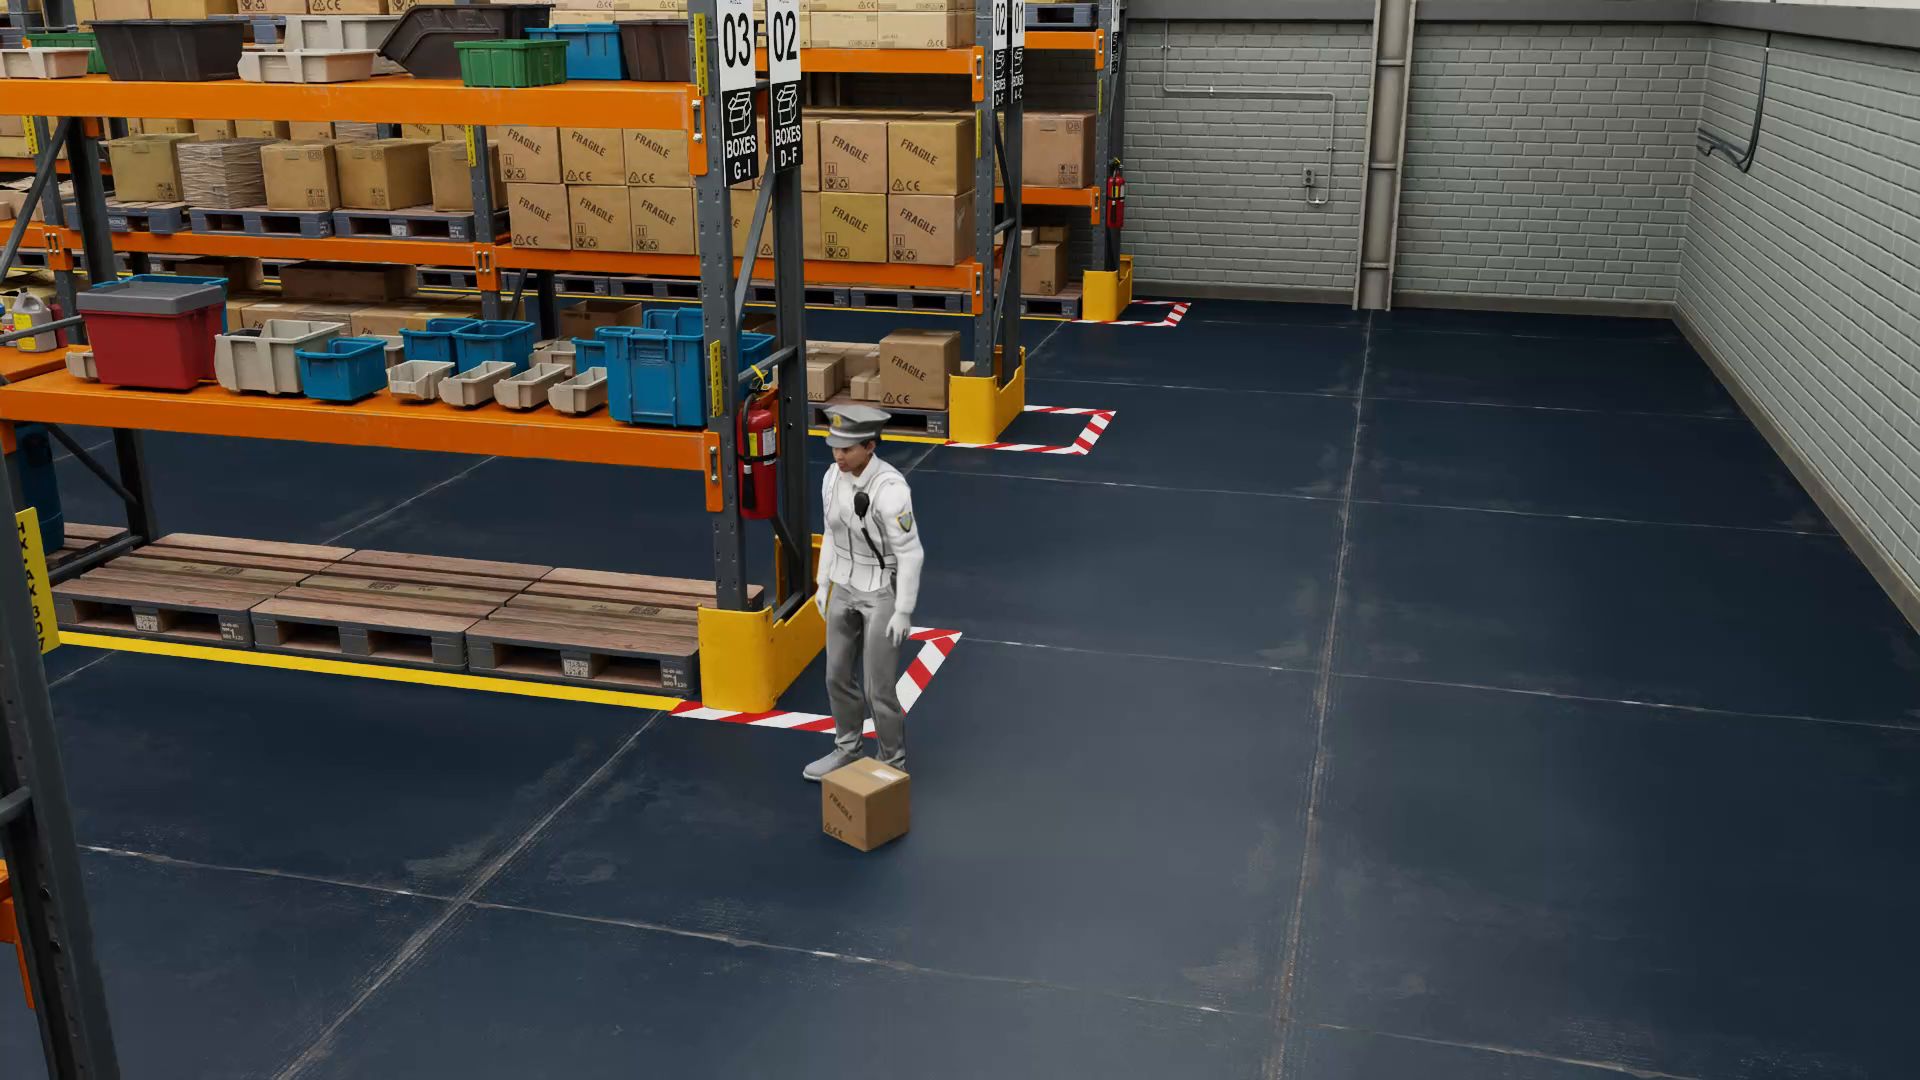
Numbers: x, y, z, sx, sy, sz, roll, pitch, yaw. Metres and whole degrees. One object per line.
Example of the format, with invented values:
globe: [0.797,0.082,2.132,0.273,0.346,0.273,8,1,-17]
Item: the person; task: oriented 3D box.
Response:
person: [-0.388,0.247,6.812,0.530,1.661,0.375,16,24,40]
